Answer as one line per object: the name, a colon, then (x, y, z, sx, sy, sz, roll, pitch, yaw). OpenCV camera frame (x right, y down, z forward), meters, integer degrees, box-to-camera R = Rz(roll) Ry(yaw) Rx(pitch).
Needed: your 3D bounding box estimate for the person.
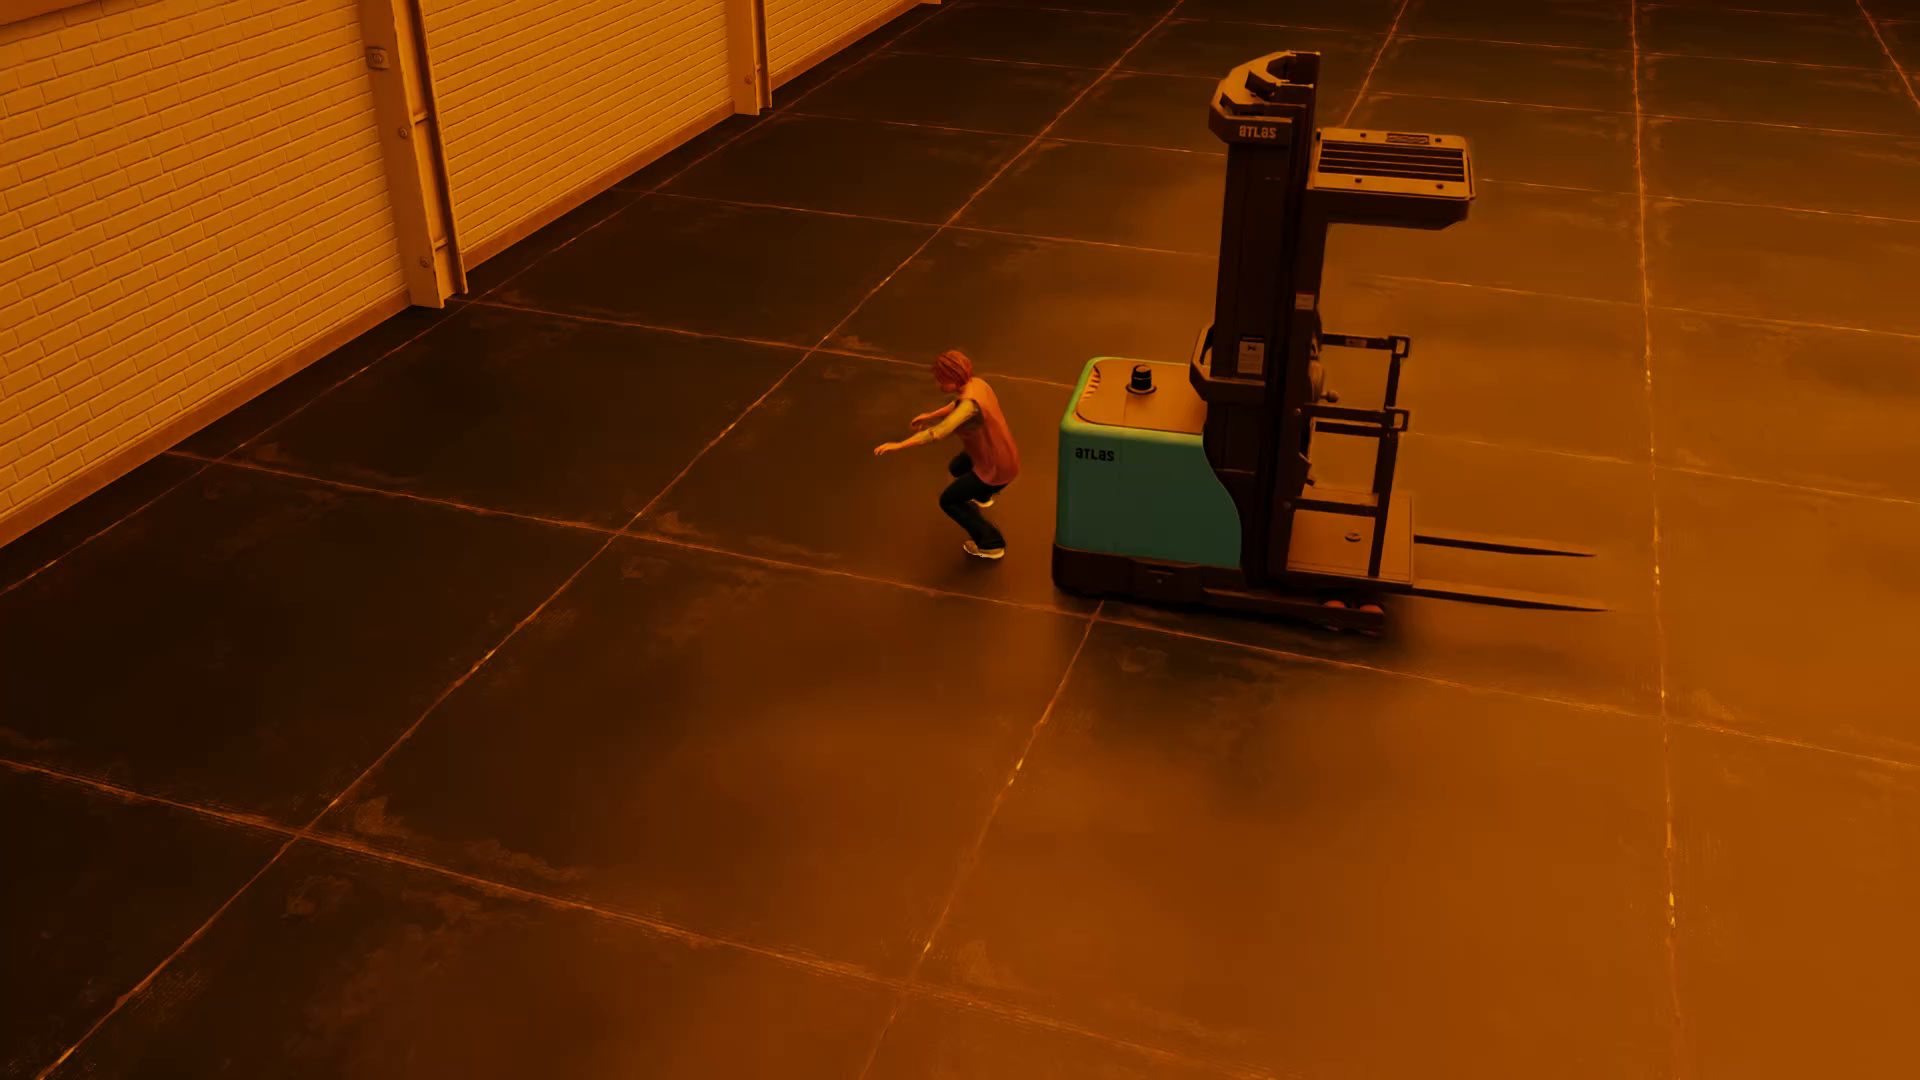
person: (-0.030, -0.530, 9.685, 0.769, 1.361, 1.204, 2, 30, 4)

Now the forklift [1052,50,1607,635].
forklift: (2.103, -1.038, 8.957, 3.031, 2.935, 1.130, 7, 30, 12)
